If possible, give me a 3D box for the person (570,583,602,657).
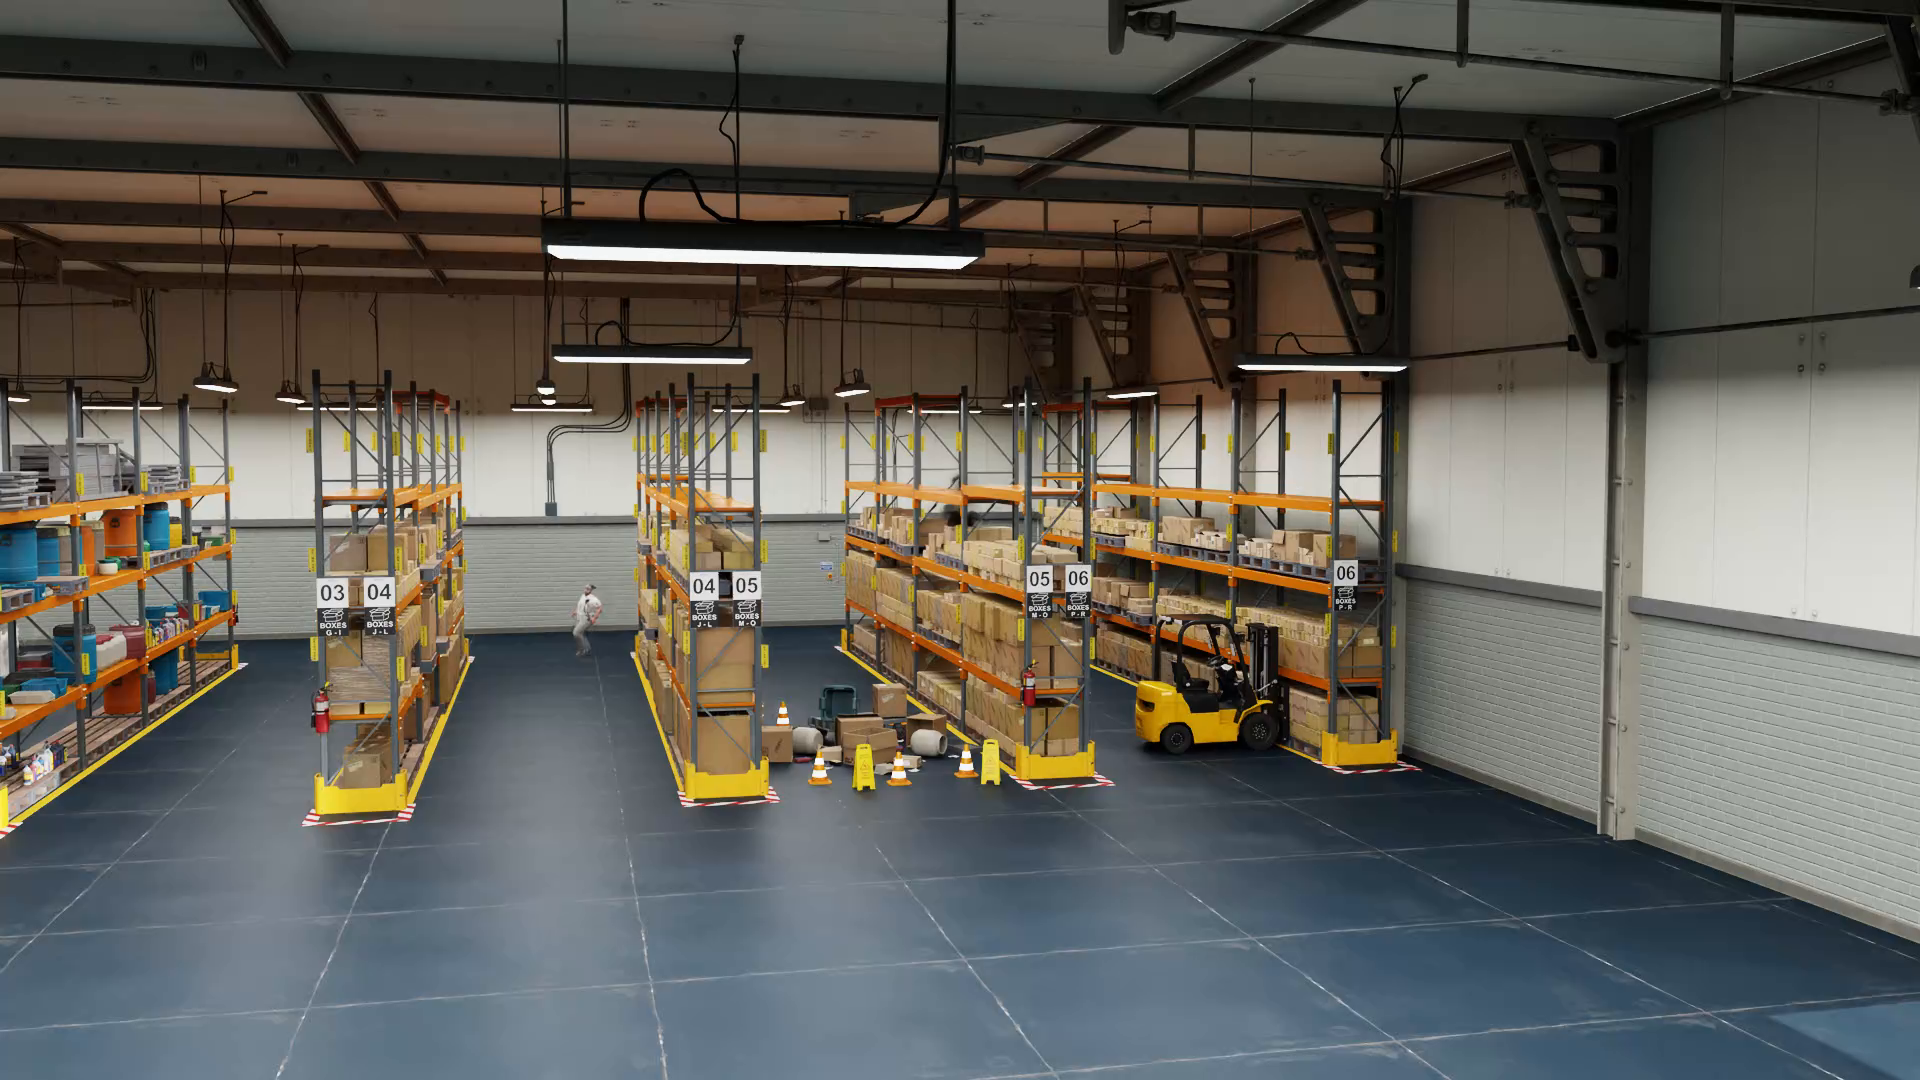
[{"bbox_3d":[-8.865,1.897,39.188,0.616,1.778,0.713,-3,4,-42],"label":"person"}]

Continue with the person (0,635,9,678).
[{"bbox_3d":[-17.608,2.377,30.250,0.710,1.782,1.005,-2,4,-26],"label":"person"}]
